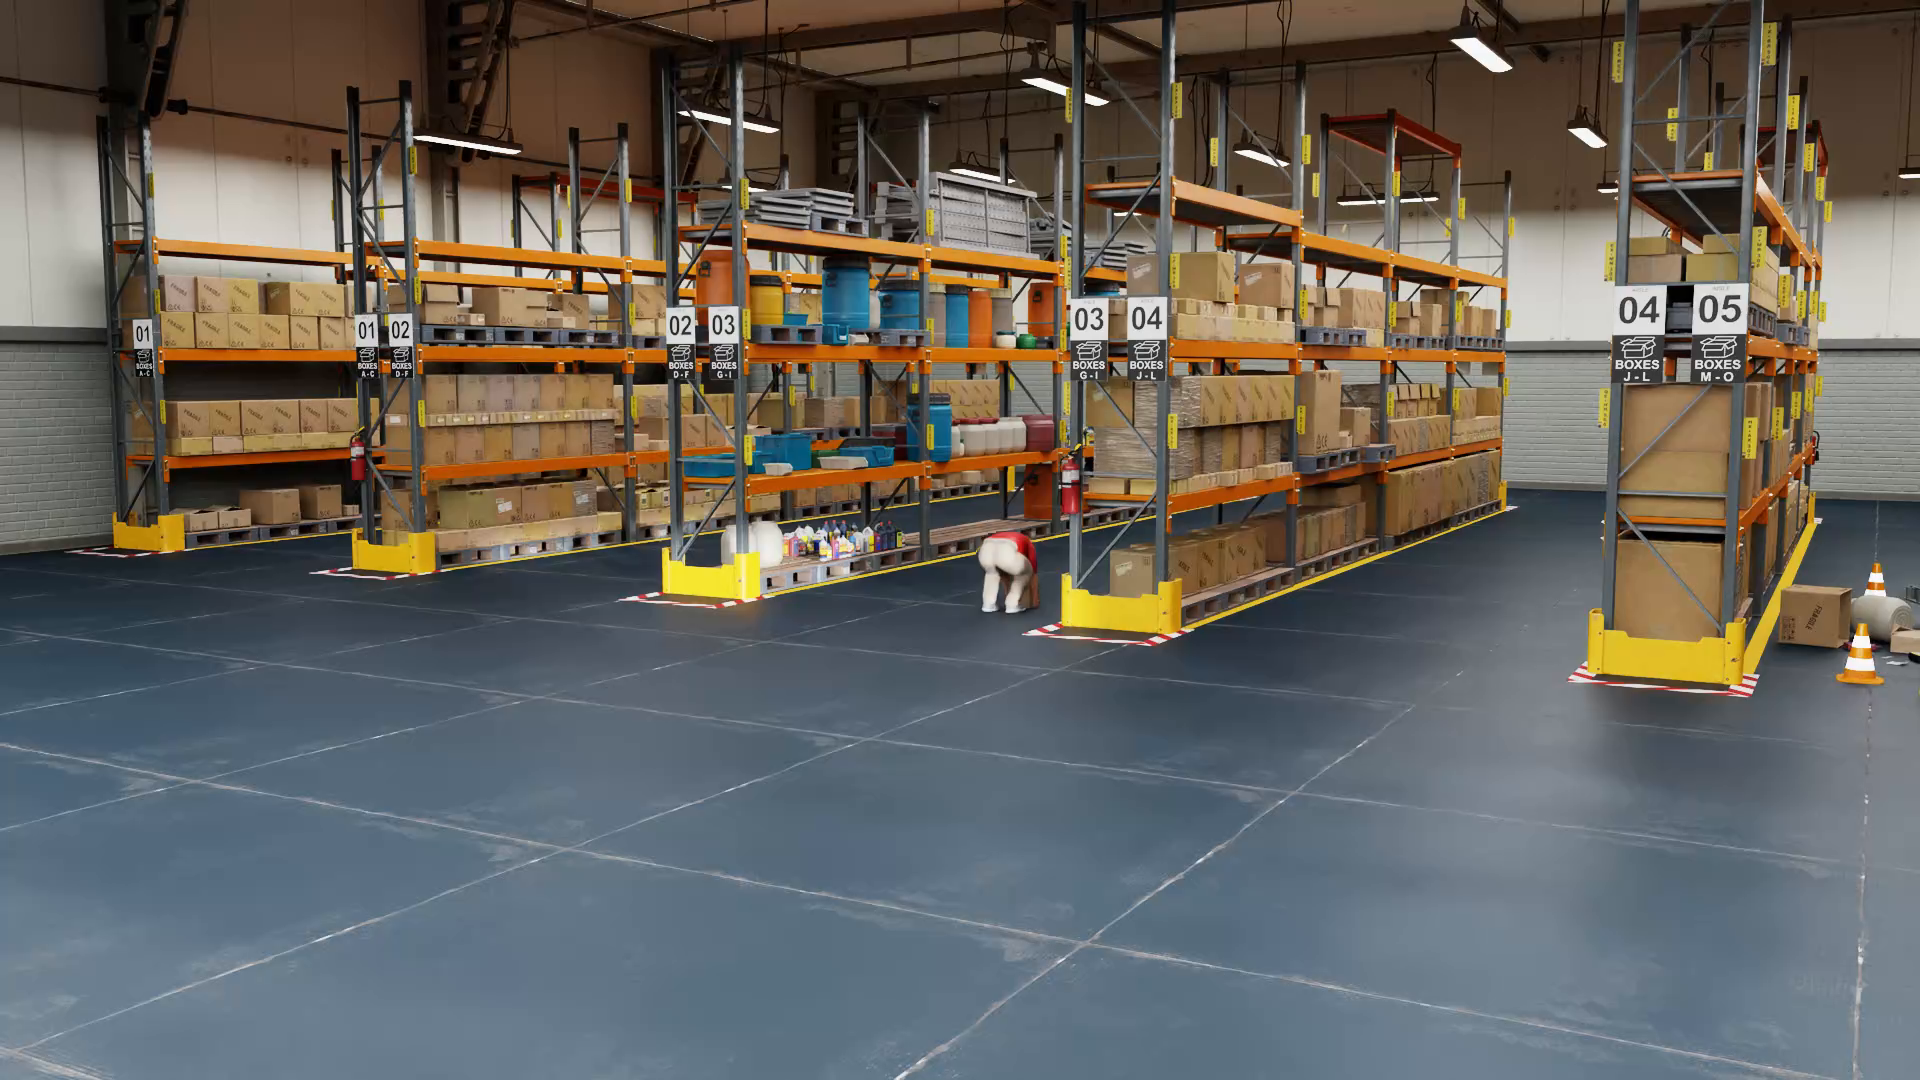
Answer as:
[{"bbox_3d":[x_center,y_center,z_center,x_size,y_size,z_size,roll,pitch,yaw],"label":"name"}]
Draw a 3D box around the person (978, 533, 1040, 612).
[{"bbox_3d":[0.531,0.332,17.466,0.503,0.847,0.957,3,7,26],"label":"person"}]
